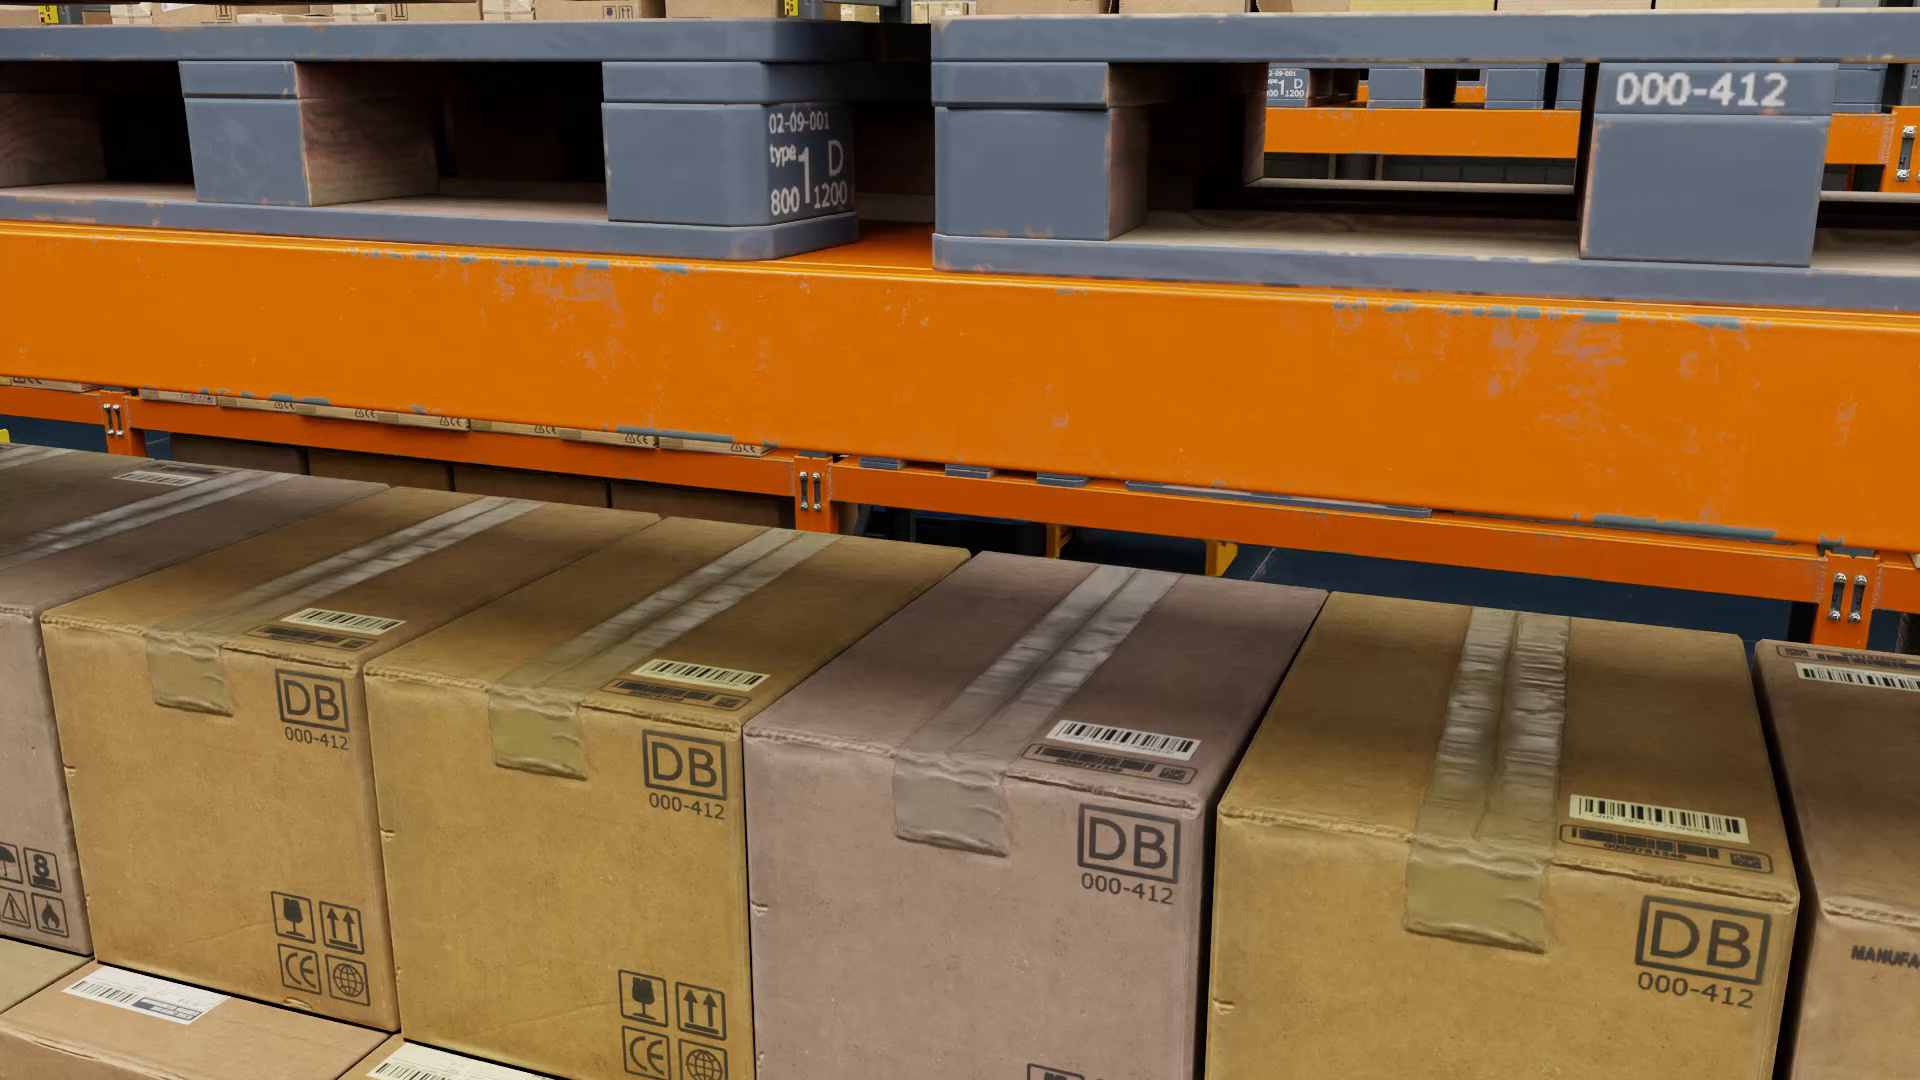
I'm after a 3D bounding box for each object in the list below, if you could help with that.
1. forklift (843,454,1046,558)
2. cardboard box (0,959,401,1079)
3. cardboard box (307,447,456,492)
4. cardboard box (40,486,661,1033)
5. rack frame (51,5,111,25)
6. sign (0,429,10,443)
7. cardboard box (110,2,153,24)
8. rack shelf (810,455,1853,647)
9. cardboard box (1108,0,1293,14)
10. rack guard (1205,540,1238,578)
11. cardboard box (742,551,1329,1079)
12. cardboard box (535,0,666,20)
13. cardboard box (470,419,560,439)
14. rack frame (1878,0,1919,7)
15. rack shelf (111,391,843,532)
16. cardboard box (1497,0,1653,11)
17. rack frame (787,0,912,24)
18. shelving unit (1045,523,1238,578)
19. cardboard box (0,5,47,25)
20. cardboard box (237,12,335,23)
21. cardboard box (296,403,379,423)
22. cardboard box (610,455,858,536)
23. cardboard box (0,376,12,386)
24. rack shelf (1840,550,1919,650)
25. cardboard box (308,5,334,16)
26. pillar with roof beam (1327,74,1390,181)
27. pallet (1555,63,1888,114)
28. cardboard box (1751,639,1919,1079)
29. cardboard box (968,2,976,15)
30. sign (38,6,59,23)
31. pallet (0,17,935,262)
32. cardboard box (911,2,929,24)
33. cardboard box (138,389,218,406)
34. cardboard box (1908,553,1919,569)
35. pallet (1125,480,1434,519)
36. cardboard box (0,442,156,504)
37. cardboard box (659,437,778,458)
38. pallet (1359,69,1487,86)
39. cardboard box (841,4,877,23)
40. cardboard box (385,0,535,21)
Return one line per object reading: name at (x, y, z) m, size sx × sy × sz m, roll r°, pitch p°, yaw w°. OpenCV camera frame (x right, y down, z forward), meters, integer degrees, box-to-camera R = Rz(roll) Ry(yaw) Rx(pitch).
forklift at (-0.826, -1.477, 10.504) m, size 3.031 × 2.935 × 1.130 m, roll 6°, pitch 17°, yaw 20°
cardboard box at (-0.917, 0.812, 2.316) m, size 0.500 × 0.500 × 0.500 m, roll 6°, pitch 17°, yaw 21°
cardboard box at (-2.728, -0.110, 8.731) m, size 0.875 × 0.875 × 0.875 m, roll 7°, pitch 18°, yaw 22°
cardboard box at (-0.816, 0.265, 2.408) m, size 0.500 × 0.500 × 0.700 m, roll 6°, pitch 17°, yaw 20°
rack frame at (-4.177, -3.943, 8.115) m, size 0.127 × 3.000 × 1.000 m, roll 6°, pitch 17°, yaw 21°
sign at (-1.978, -0.059, 3.420) m, size 0.005 × 0.325 × 0.100 m, roll 6°, pitch 17°, yaw 21°
cardboard box at (-3.840, -2.498, 8.004) m, size 0.258 × 0.266 × 0.396 m, roll 6°, pitch 17°, yaw 20°
rack shelf at (1.404, -0.103, 6.937) m, size 4.000 × 0.370 × 1.077 m, roll 6°, pitch 17°, yaw 21°
cardboard box at (0.973, -1.994, 6.597) m, size 0.637 × 0.503 × 0.797 m, roll 6°, pitch 17°, yaw 21°
rack guard at (1.590, 0.043, 10.076) m, size 0.087 × 0.250 × 0.587 m, roll 6°, pitch 17°, yaw 20°
cardboard box at (0.129, 0.369, 2.049) m, size 0.500 × 0.500 × 0.700 m, roll 6°, pitch 17°, yaw 21°
cardboard box at (-1.447, -2.395, 7.230) m, size 0.500 × 0.500 × 0.700 m, roll 5°, pitch 17°, yaw 18°
cardboard box at (-1.966, -0.669, 7.867) m, size 0.500 × 0.250 × 0.500 m, roll 6°, pitch 17°, yaw 20°
rack frame at (3.265, -3.125, 5.296) m, size 0.127 × 3.000 × 1.000 m, roll 6°, pitch 17°, yaw 21°
rack shelf at (-2.317, -0.512, 8.347) m, size 4.000 × 0.370 × 1.077 m, roll 6°, pitch 17°, yaw 21°
cardboard box at (2.199, -1.889, 5.936) m, size 0.500 × 0.250 × 0.500 m, roll 7°, pitch 17°, yaw 21°
rack frame at (-0.456, -3.534, 6.705) m, size 0.127 × 3.000 × 1.000 m, roll 6°, pitch 17°, yaw 21°
shelving unit at (1.124, -0.606, 10.069) m, size 1.083 × 1.500 × 0.587 m, roll 6°, pitch 17°, yaw 20°
cardboard box at (-4.889, -2.670, 8.419) m, size 0.258 × 0.266 × 0.396 m, roll 7°, pitch 18°, yaw 22°
cardboard box at (-3.129, -2.372, 7.749) m, size 0.250 × 0.166 × 0.380 m, roll 5°, pitch 17°, yaw 17°
cardboard box at (-2.912, -0.767, 8.206) m, size 0.500 × 0.250 × 0.500 m, roll 6°, pitch 17°, yaw 20°
cardboard box at (-1.068, 0.074, 8.097) m, size 0.875 × 0.875 × 0.875 m, roll 6°, pitch 17°, yaw 20°
cardboard box at (-5.183, -1.142, 9.049) m, size 0.500 × 0.500 × 0.500 m, roll 6°, pitch 17°, yaw 19°
rack shelf at (5.125, 0.307, 5.528) m, size 4.000 × 0.370 × 1.077 m, roll 6°, pitch 17°, yaw 21°
cardboard box at (-3.281, -2.626, 8.364) m, size 0.500 × 0.311 × 0.500 m, roll 6°, pitch 17°, yaw 21°
pillar with roof beam at (1.325, -3.805, 7.641) m, size 0.400 × 9.000 × 9.100 m, roll 6°, pitch 17°, yaw 21°
pallet at (2.729, -1.685, 6.053) m, size 1.003 × 0.211 × 1.213 m, roll 6°, pitch 17°, yaw 21°
cardboard box at (1.078, 0.473, 1.691) m, size 0.500 × 0.500 × 0.700 m, roll 6°, pitch 17°, yaw 20°
cardboard box at (0.240, -3.707, 11.703) m, size 0.250 × 0.149 × 0.380 m, roll 6°, pitch 17°, yaw 20°
sign at (-4.380, -2.645, 7.954) m, size 0.005 × 0.325 × 0.100 m, roll 6°, pitch 17°, yaw 21°
pallet at (-0.519, -0.543, 2.121) m, size 1.213 × 0.211 × 1.003 m, roll 7°, pitch 18°, yaw 23°
cardboard box at (-0.274, -3.734, 11.797) m, size 0.250 × 0.149 × 0.380 m, roll 6°, pitch 17°, yaw 21°
cardboard box at (-3.865, -0.876, 8.581) m, size 0.500 × 0.250 × 0.500 m, roll 6°, pitch 17°, yaw 19°
cardboard box at (3.440, -0.008, 5.770) m, size 0.250 × 0.149 × 0.380 m, roll 6°, pitch 17°, yaw 20°
pallet at (1.400, -0.369, 6.908) m, size 1.213 × 0.211 × 1.003 m, roll 6°, pitch 17°, yaw 21°
cardboard box at (-1.765, 0.162, 2.764) m, size 0.500 × 0.500 × 0.700 m, roll 6°, pitch 17°, yaw 20°
cardboard box at (-1.022, -0.565, 7.509) m, size 0.500 × 0.250 × 0.500 m, roll 6°, pitch 17°, yaw 19°
pallet at (3.067, -3.130, 11.035) m, size 1.213 × 0.211 × 1.003 m, roll 7°, pitch 18°, yaw 23°
cardboard box at (-0.789, -3.775, 11.903) m, size 0.250 × 0.149 × 0.380 m, roll 6°, pitch 17°, yaw 21°
cardboard box at (-2.202, -2.448, 7.413) m, size 0.500 × 0.500 × 0.500 m, roll 6°, pitch 17°, yaw 21°
